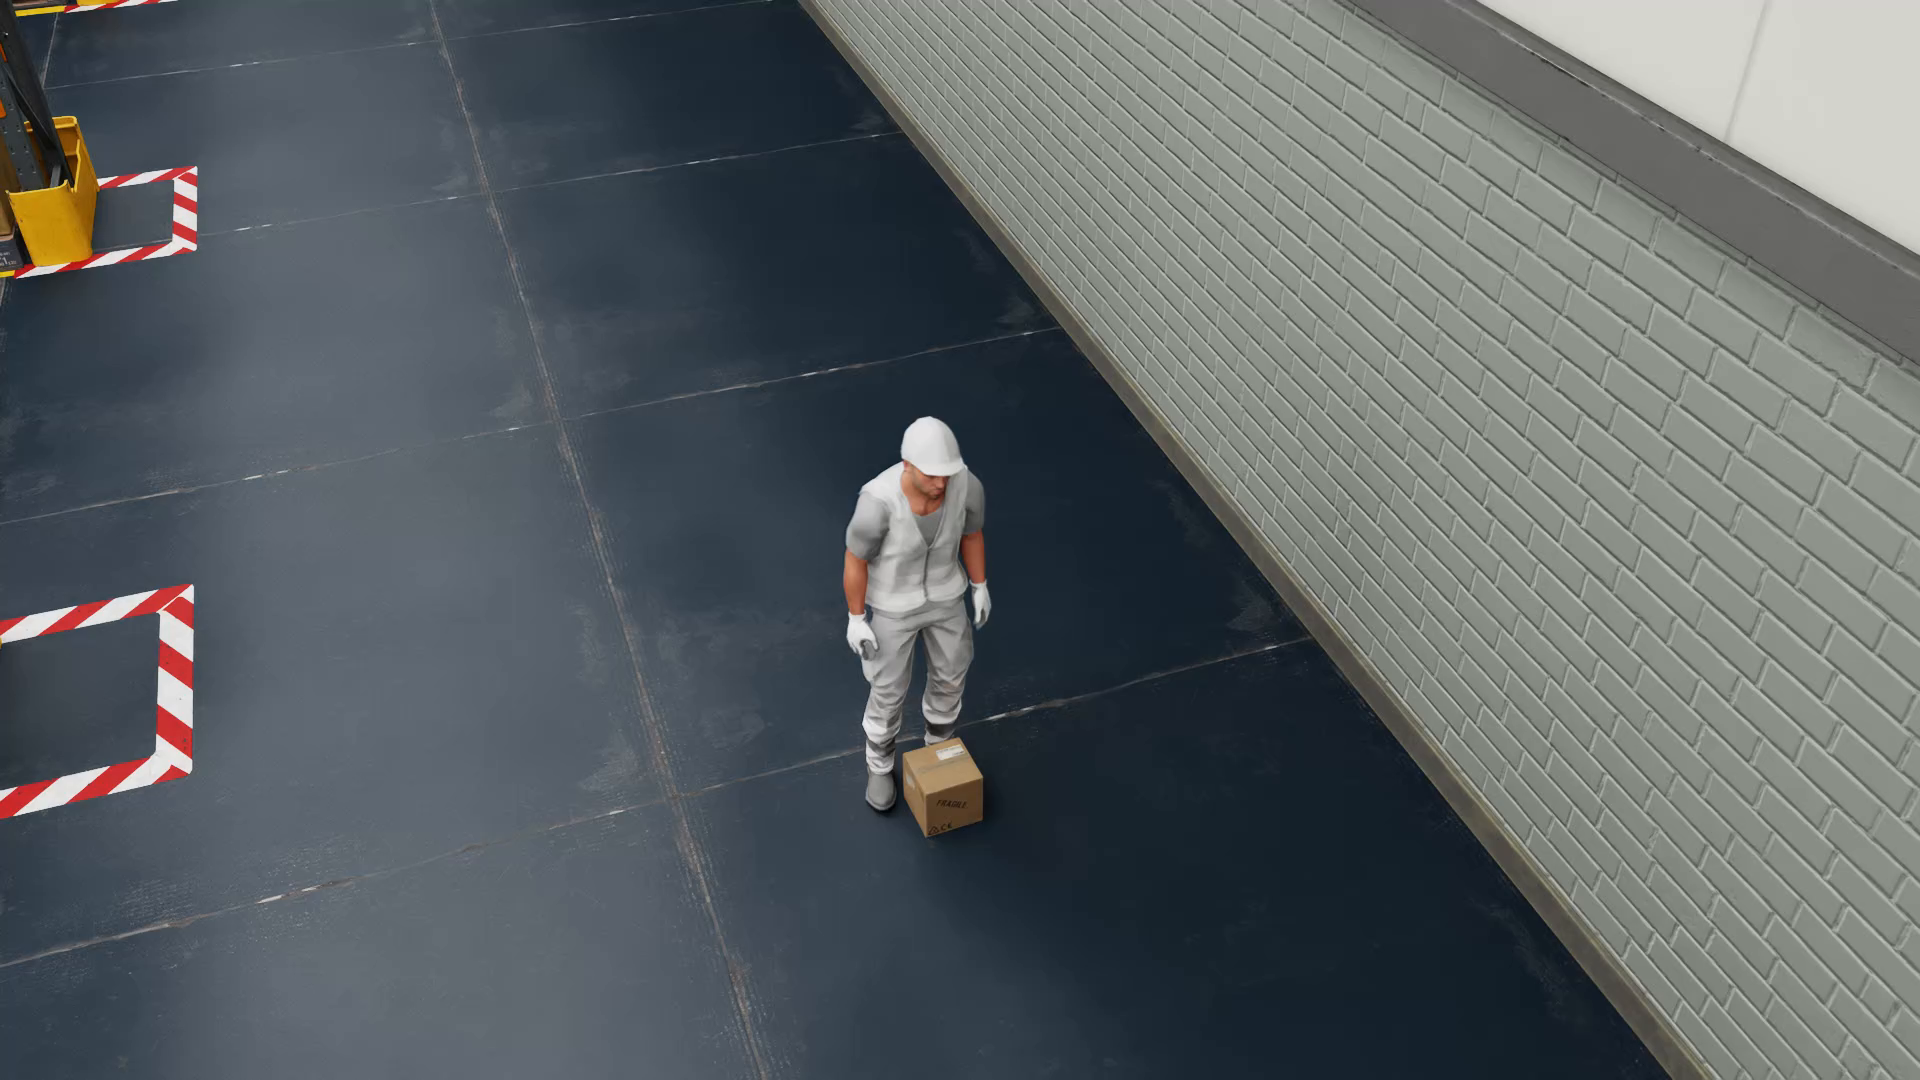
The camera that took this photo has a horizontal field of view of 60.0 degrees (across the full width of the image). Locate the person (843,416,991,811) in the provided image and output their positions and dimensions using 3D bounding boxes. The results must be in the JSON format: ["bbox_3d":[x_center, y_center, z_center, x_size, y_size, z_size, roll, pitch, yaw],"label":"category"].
[{"bbox_3d":[-0.154,0.265,6.427,0.608,1.777,0.453,-14,40,-18],"label":"person"}]
